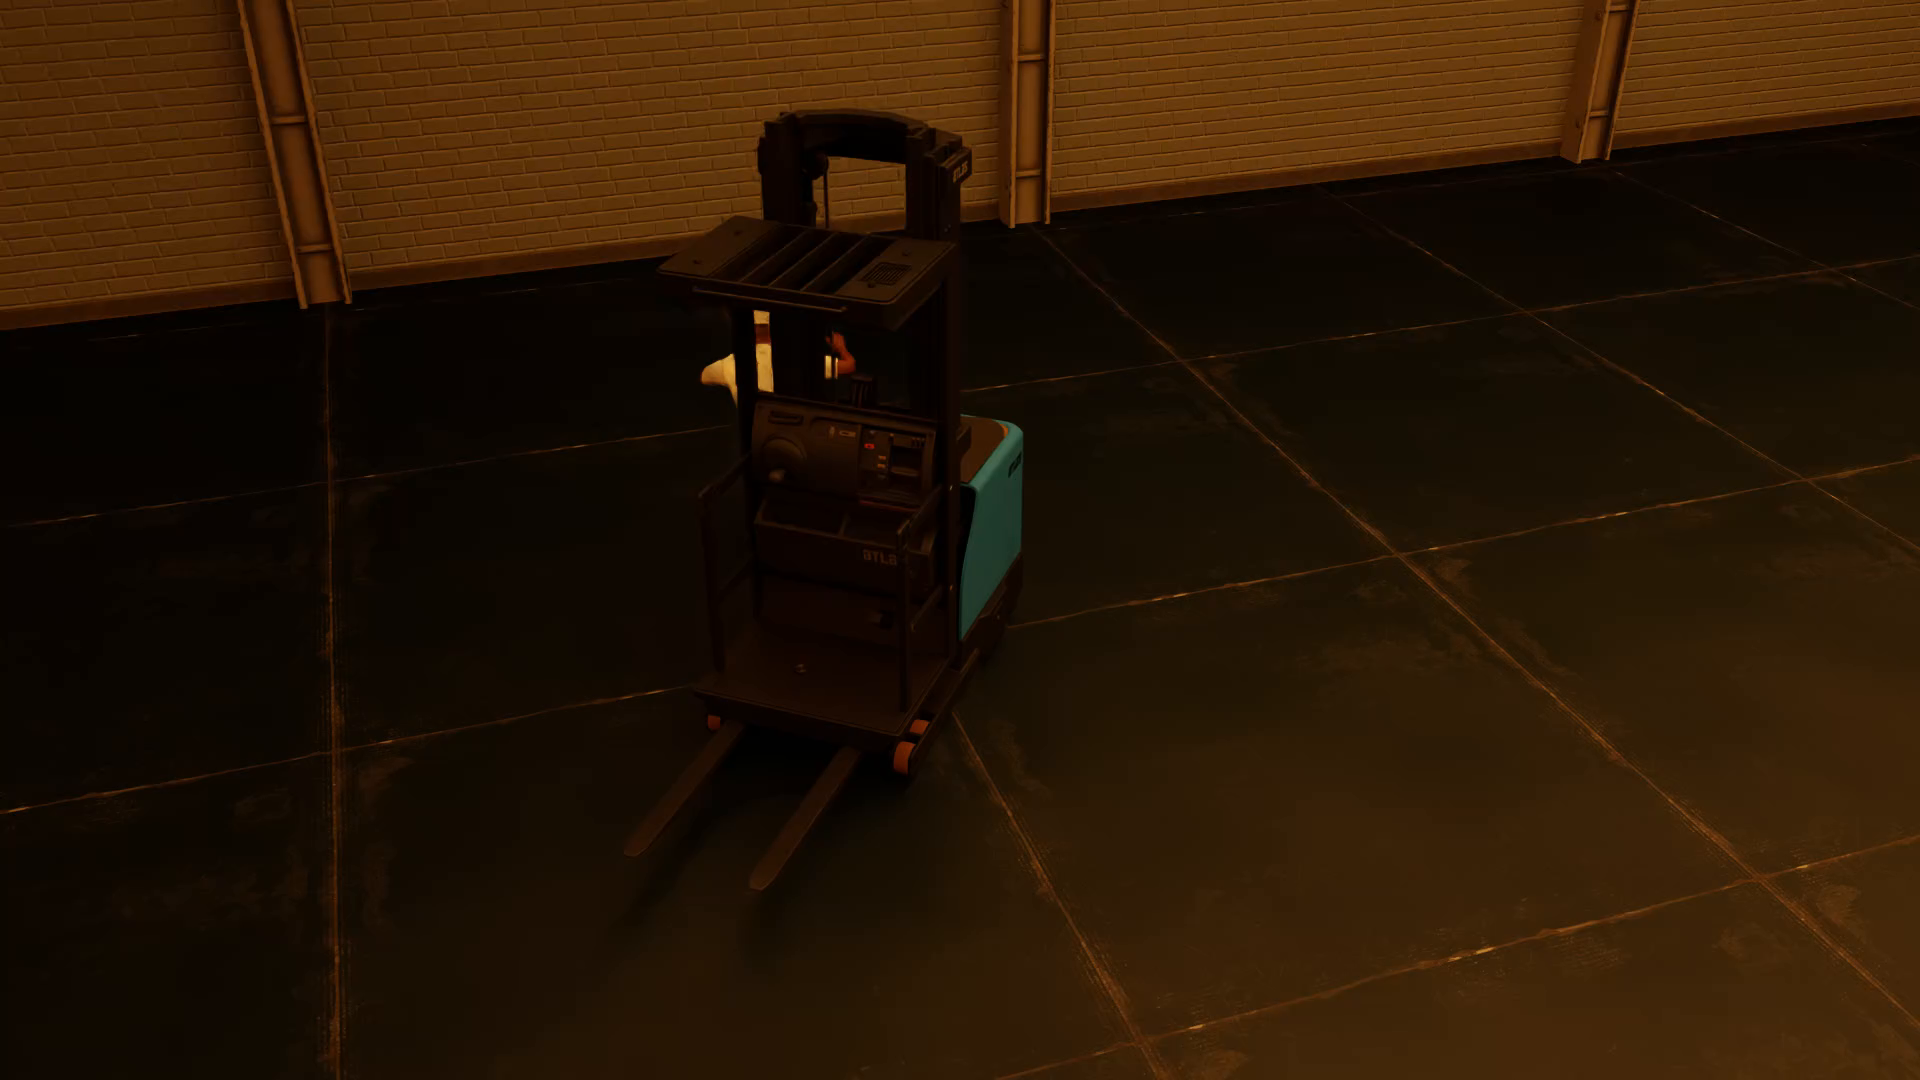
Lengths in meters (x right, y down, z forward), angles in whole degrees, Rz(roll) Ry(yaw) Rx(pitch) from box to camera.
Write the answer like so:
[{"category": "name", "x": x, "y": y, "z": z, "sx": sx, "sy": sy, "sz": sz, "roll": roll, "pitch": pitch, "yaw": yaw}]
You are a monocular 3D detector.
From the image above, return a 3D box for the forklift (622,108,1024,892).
[{"category": "forklift", "x": -0.630, "y": -0.364, "z": 7.719, "sx": 1.130, "sy": 2.935, "sz": 3.031, "roll": 10, "pitch": 32, "yaw": 17}]

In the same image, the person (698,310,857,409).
[{"category": "person", "x": -1.079, "y": -0.763, "z": 9.879, "sx": 0.842, "sy": 1.483, "sz": 1.103, "roll": -15, "pitch": 33, "yaw": -24}]
